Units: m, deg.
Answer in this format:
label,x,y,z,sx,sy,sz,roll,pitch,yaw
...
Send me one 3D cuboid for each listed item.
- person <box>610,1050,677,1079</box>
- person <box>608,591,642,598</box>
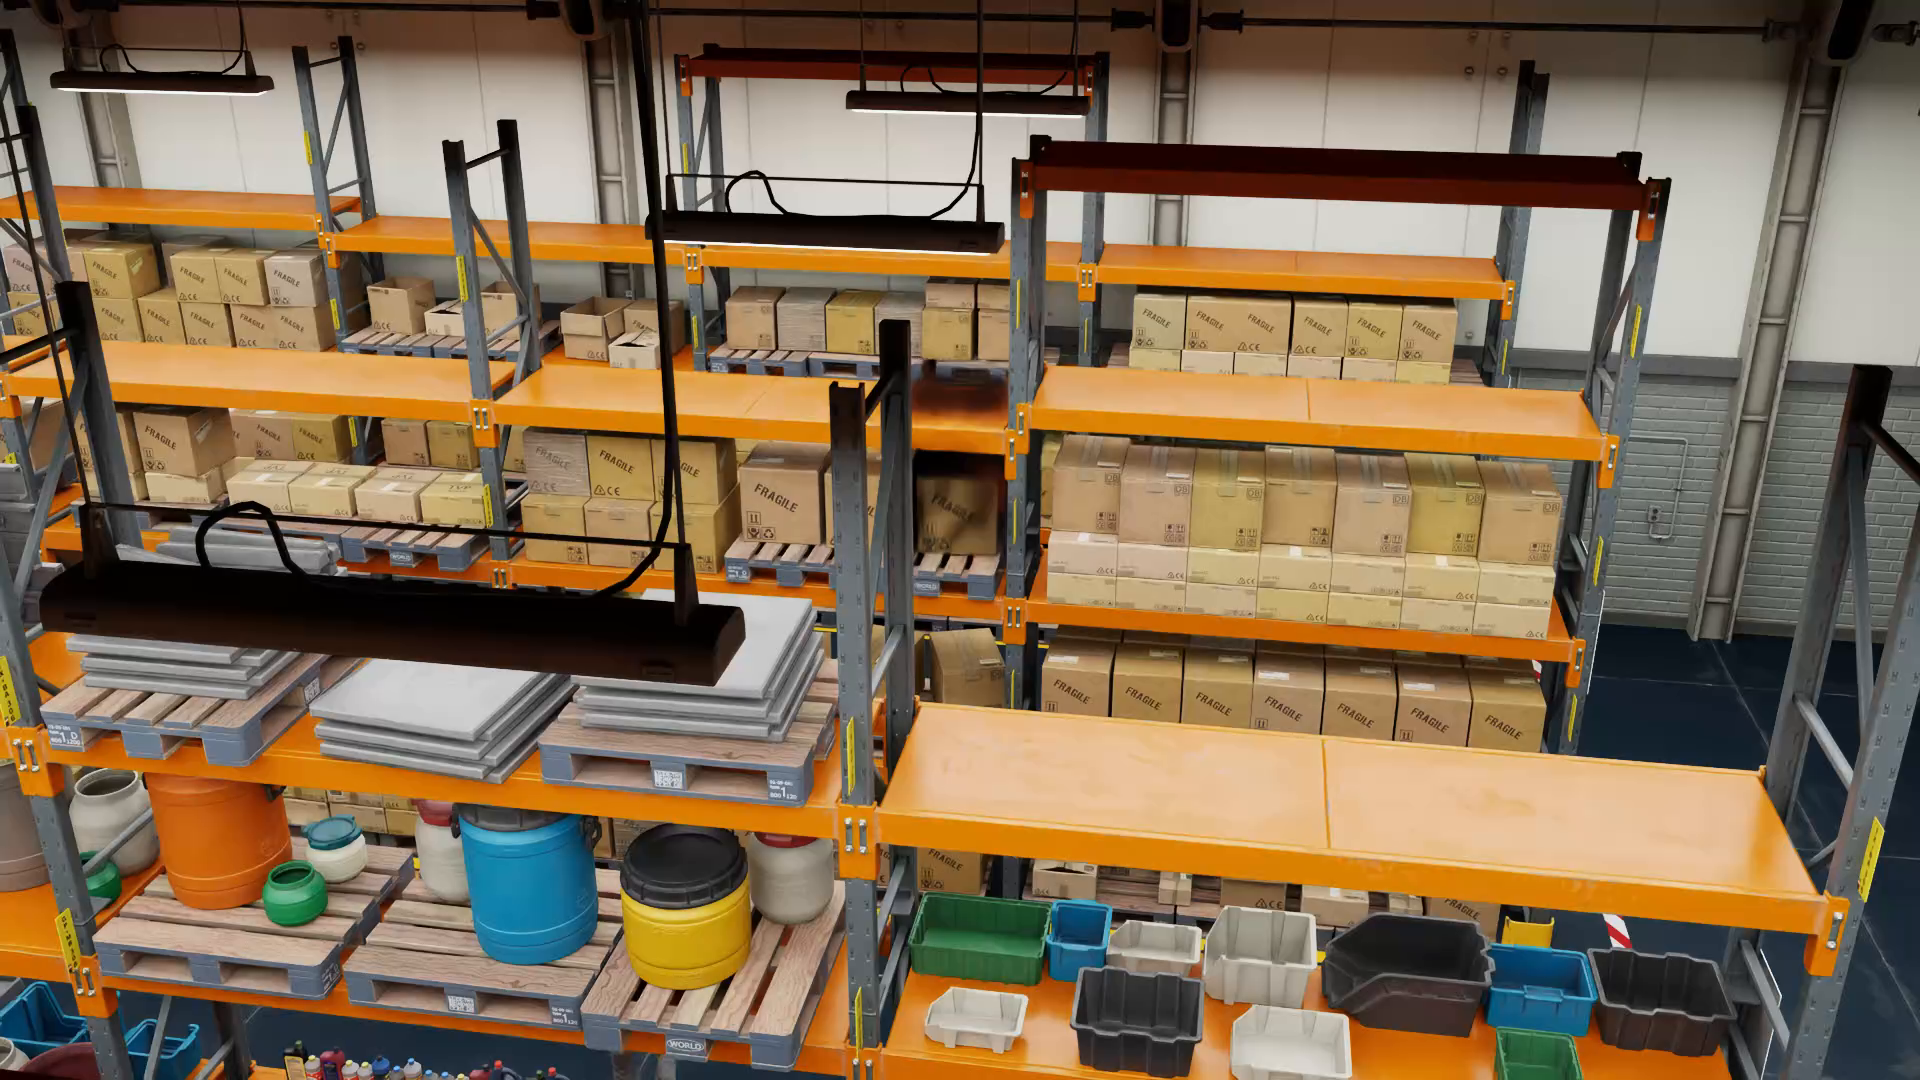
label,x,y,z,sx,sy,sz,roll,pitch,yaw
person,-2.075,3.079,10.636,0.582,1.690,0.418,-4,23,-9
person,-3.198,0.759,16.097,0.544,1.682,0.325,7,24,15
